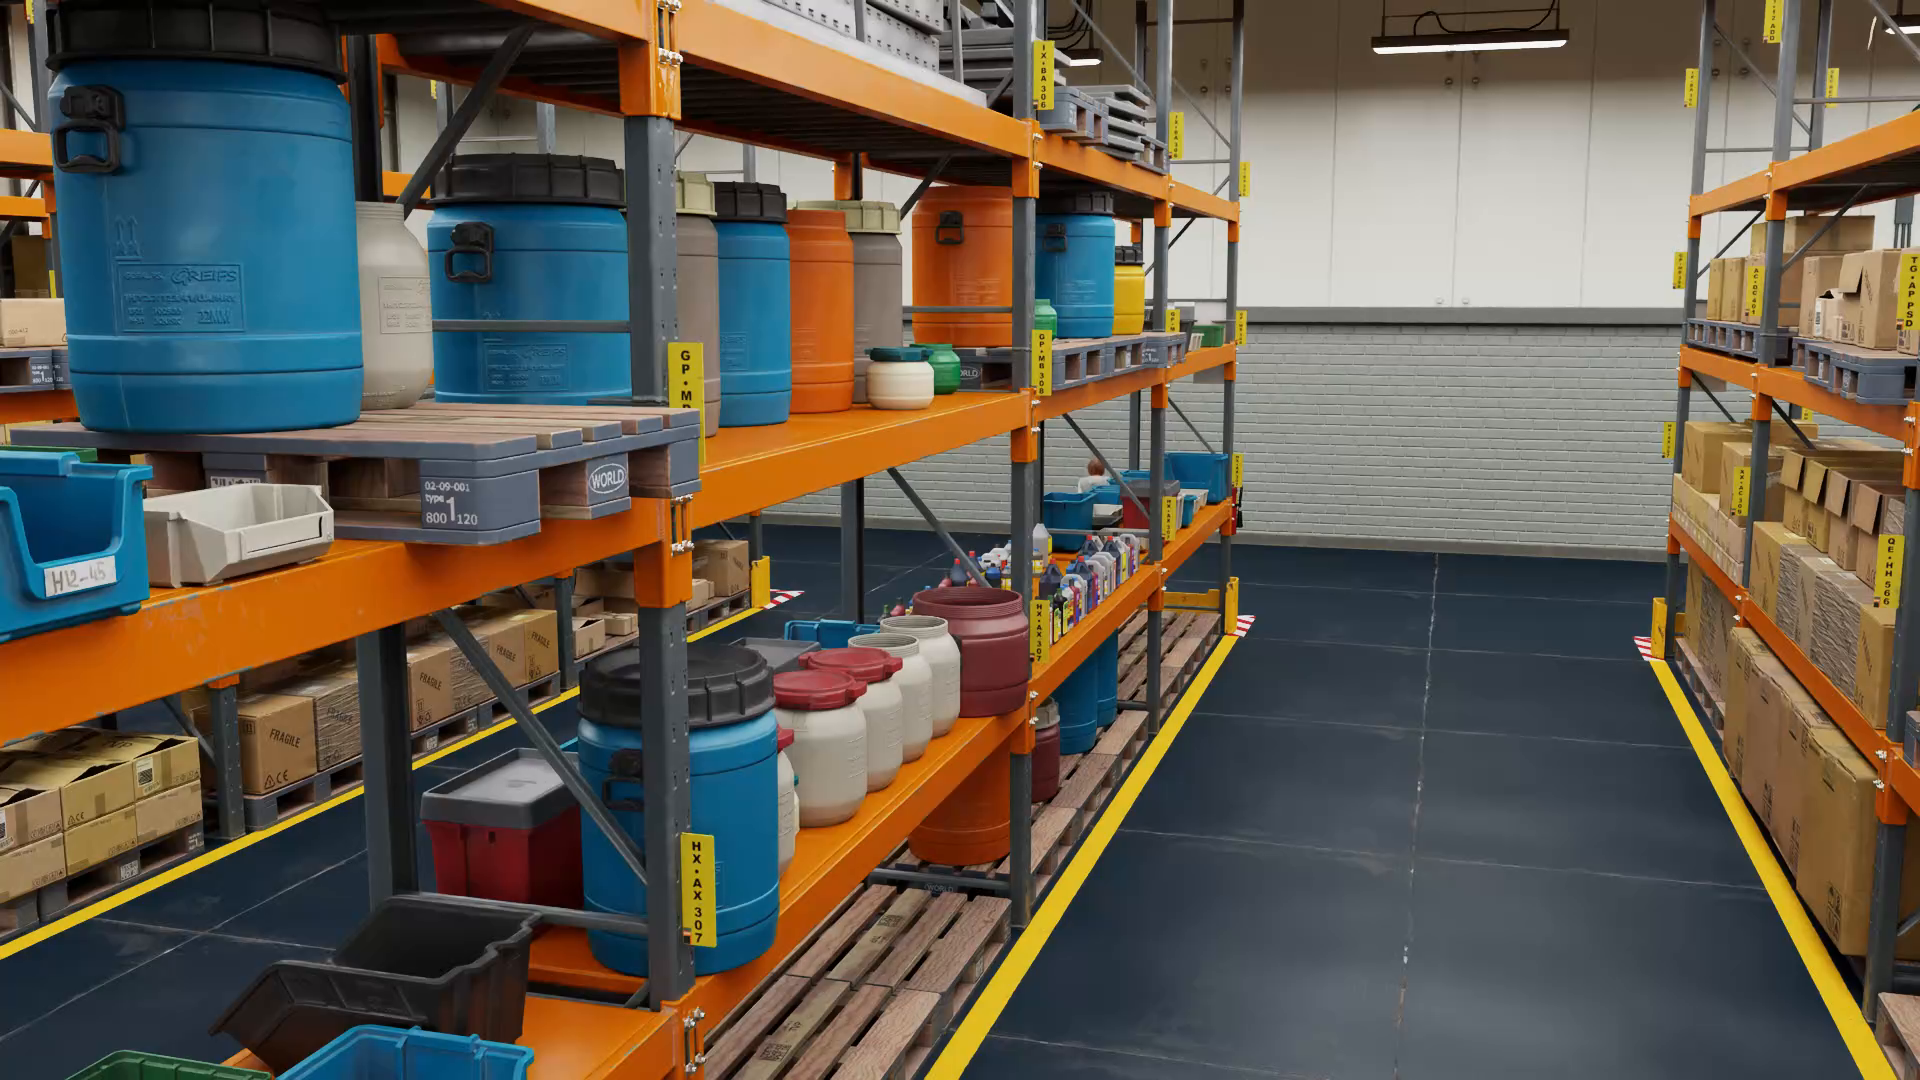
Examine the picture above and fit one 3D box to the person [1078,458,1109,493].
[{"bbox_3d":[1.439,-0.102,17.783,0.433,1.538,0.417,3,9,18],"label":"person"}]
